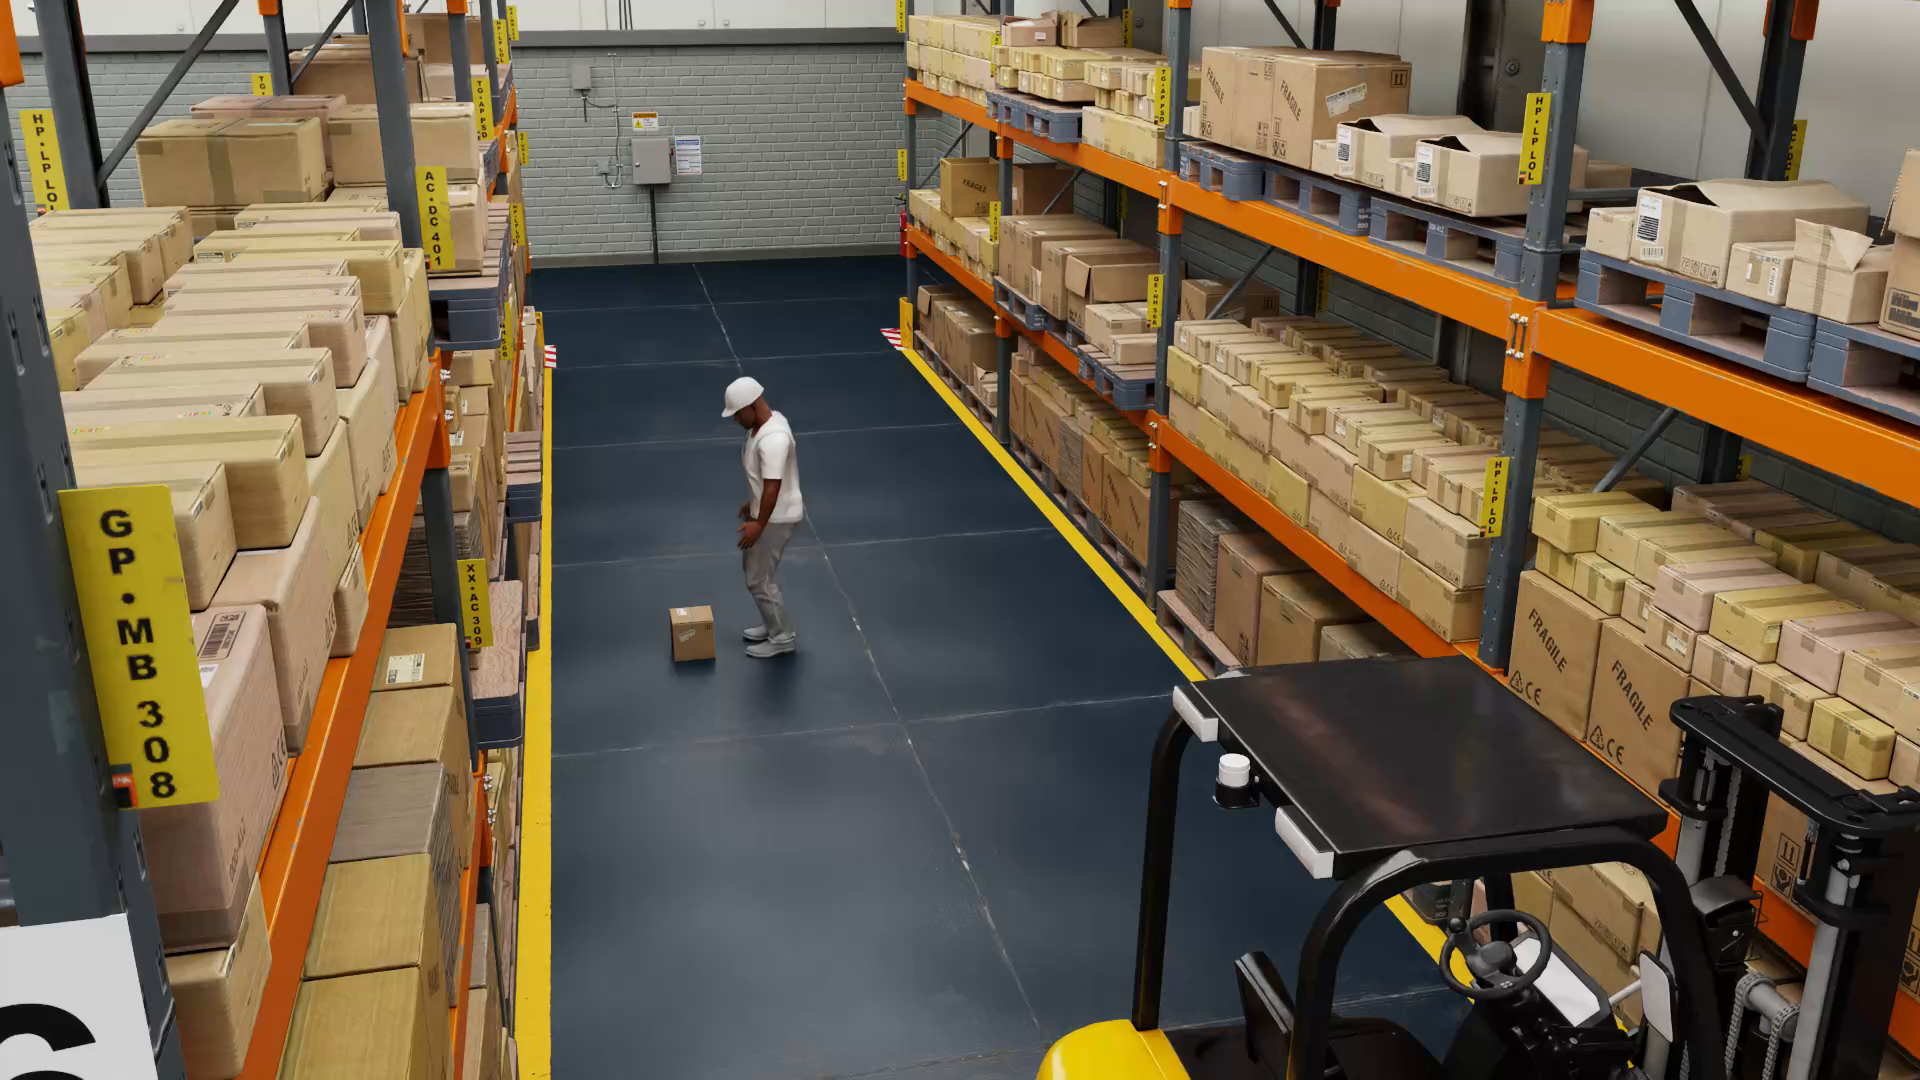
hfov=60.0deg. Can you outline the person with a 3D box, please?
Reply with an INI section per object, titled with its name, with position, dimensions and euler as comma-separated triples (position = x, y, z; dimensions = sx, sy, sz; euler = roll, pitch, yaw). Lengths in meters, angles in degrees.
[person]
position = -1.177, -0.146, 10.024
dimensions = 0.453, 1.718, 0.591
euler = -4, 20, -11
